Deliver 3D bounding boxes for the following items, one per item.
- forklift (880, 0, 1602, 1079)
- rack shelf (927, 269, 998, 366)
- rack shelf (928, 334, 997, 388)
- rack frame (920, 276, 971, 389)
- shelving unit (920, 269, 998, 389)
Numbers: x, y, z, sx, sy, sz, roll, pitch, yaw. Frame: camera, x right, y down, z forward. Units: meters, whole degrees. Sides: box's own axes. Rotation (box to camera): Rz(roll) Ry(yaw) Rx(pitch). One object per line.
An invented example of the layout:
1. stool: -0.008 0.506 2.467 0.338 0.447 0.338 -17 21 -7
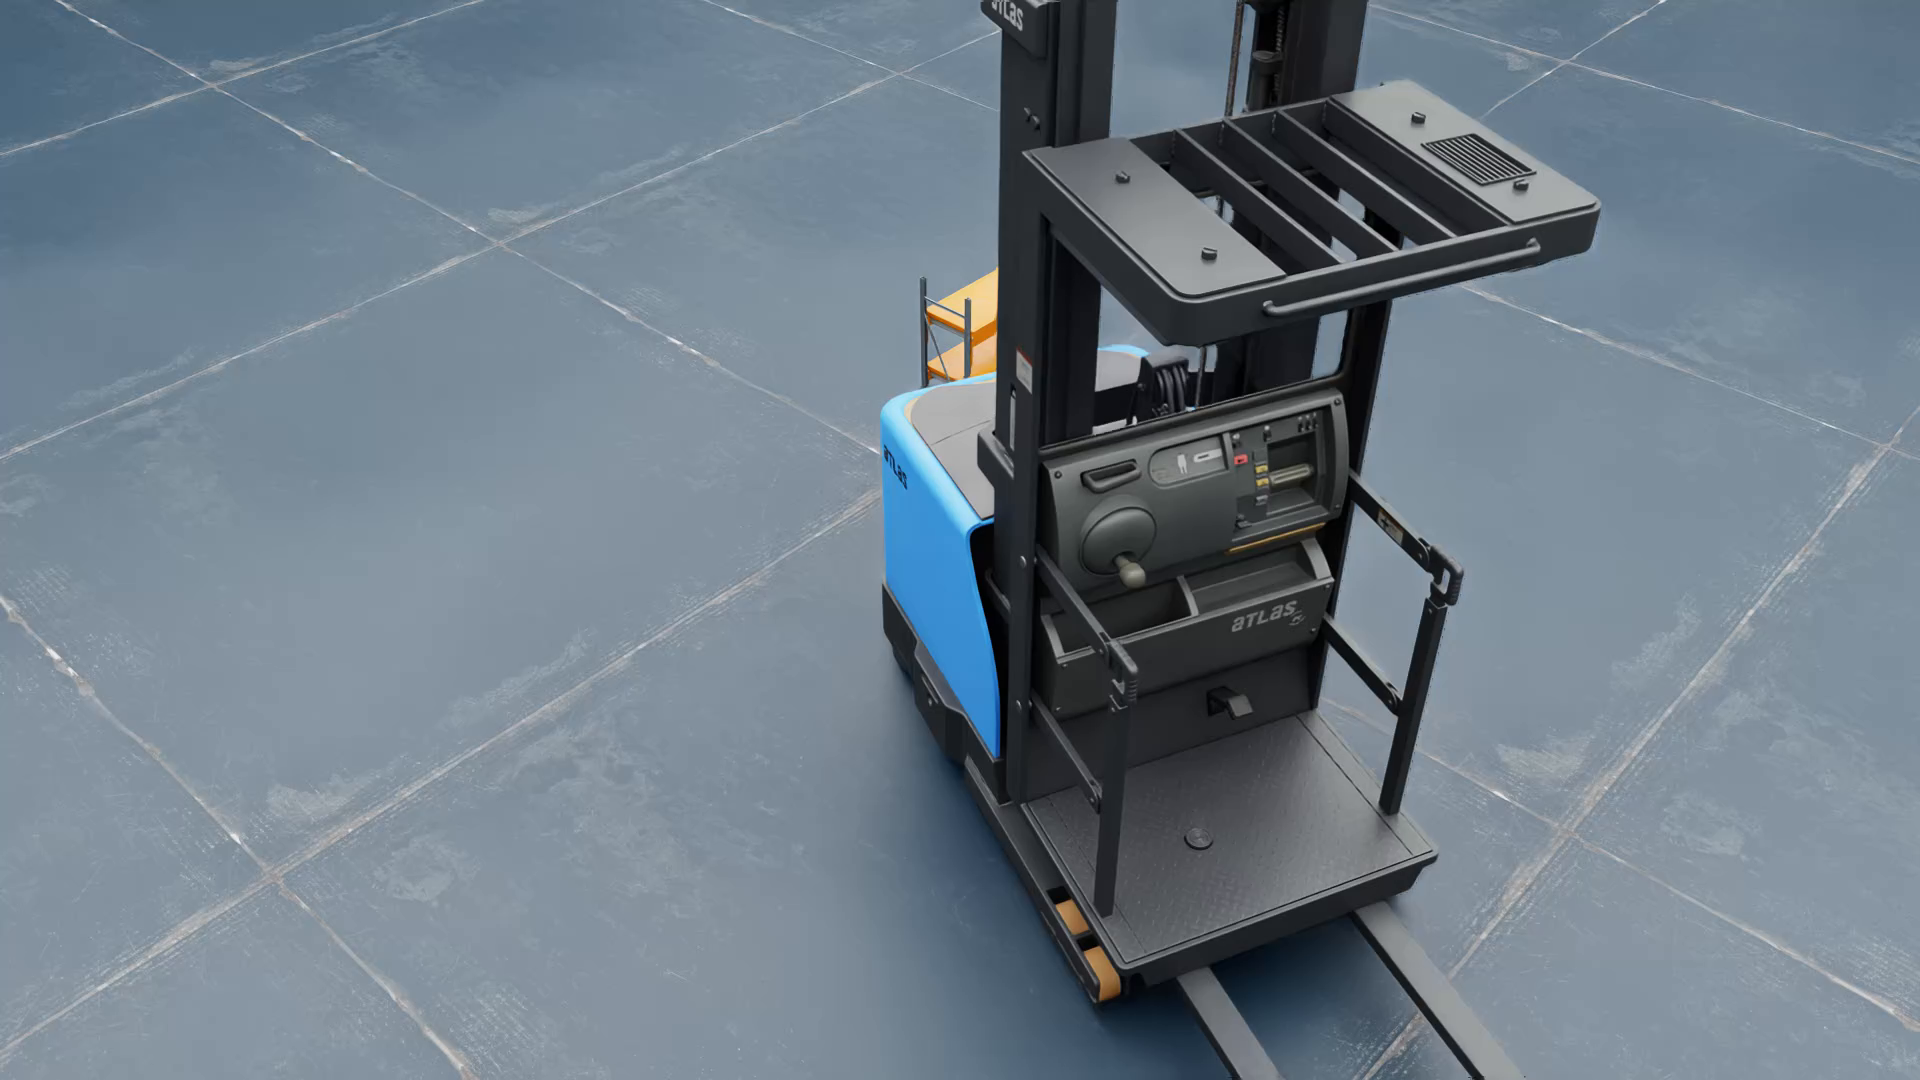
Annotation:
1. forklift: 0.762 -0.066 4.478 1.130 2.935 3.031 -15 41 -18
2. rack shelf: 0.112 -0.853 6.228 0.258 0.148 0.480 30 47 32
3. rack shelf: 0.112 -0.668 6.375 0.258 0.148 0.480 30 47 32
4. rack frame: -0.053 -0.434 6.331 0.240 1.200 0.015 30 47 32
5. shelving unit: 0.112 -0.546 6.472 0.258 1.200 0.503 30 47 32
